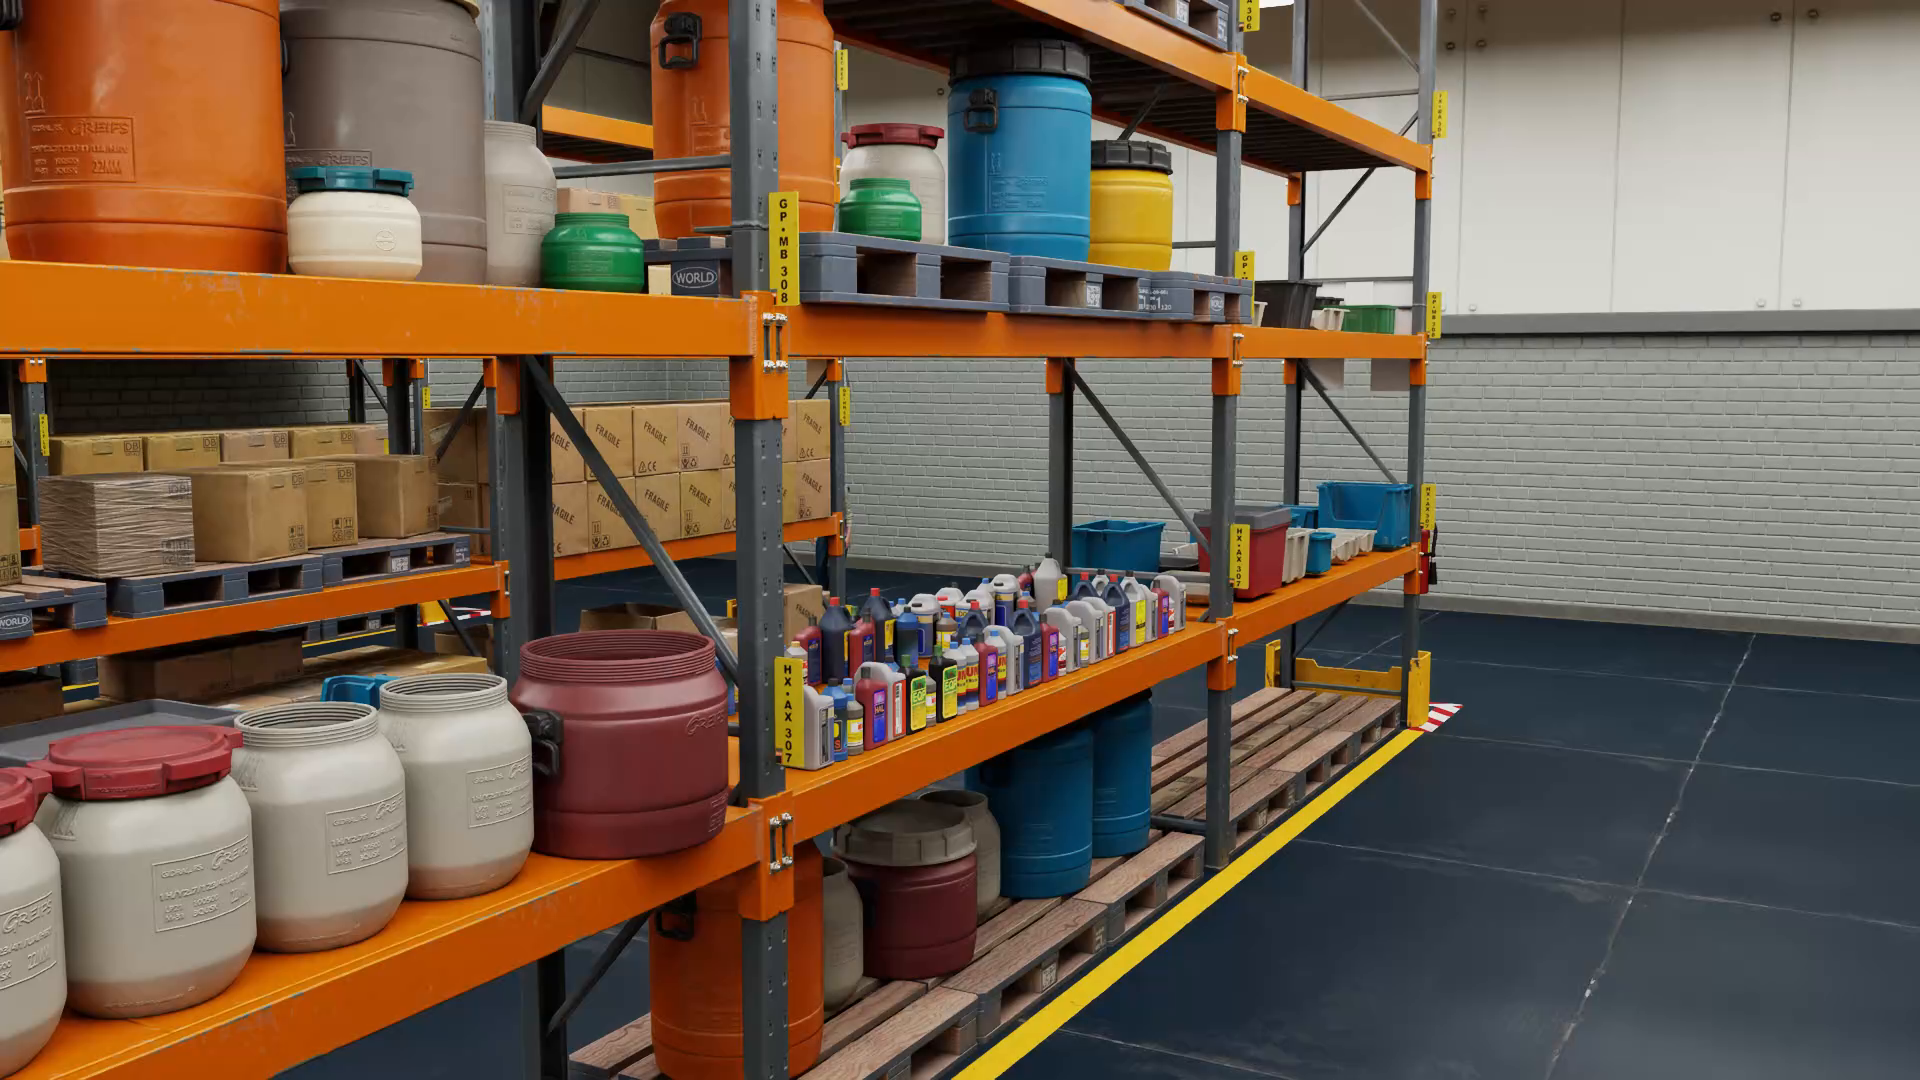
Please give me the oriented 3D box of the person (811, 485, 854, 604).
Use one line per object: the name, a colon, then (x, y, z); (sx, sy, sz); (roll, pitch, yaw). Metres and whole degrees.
person: (-1.333, 0.031, 17.301); (0.485, 1.481, 0.341); (3, 7, 25)
